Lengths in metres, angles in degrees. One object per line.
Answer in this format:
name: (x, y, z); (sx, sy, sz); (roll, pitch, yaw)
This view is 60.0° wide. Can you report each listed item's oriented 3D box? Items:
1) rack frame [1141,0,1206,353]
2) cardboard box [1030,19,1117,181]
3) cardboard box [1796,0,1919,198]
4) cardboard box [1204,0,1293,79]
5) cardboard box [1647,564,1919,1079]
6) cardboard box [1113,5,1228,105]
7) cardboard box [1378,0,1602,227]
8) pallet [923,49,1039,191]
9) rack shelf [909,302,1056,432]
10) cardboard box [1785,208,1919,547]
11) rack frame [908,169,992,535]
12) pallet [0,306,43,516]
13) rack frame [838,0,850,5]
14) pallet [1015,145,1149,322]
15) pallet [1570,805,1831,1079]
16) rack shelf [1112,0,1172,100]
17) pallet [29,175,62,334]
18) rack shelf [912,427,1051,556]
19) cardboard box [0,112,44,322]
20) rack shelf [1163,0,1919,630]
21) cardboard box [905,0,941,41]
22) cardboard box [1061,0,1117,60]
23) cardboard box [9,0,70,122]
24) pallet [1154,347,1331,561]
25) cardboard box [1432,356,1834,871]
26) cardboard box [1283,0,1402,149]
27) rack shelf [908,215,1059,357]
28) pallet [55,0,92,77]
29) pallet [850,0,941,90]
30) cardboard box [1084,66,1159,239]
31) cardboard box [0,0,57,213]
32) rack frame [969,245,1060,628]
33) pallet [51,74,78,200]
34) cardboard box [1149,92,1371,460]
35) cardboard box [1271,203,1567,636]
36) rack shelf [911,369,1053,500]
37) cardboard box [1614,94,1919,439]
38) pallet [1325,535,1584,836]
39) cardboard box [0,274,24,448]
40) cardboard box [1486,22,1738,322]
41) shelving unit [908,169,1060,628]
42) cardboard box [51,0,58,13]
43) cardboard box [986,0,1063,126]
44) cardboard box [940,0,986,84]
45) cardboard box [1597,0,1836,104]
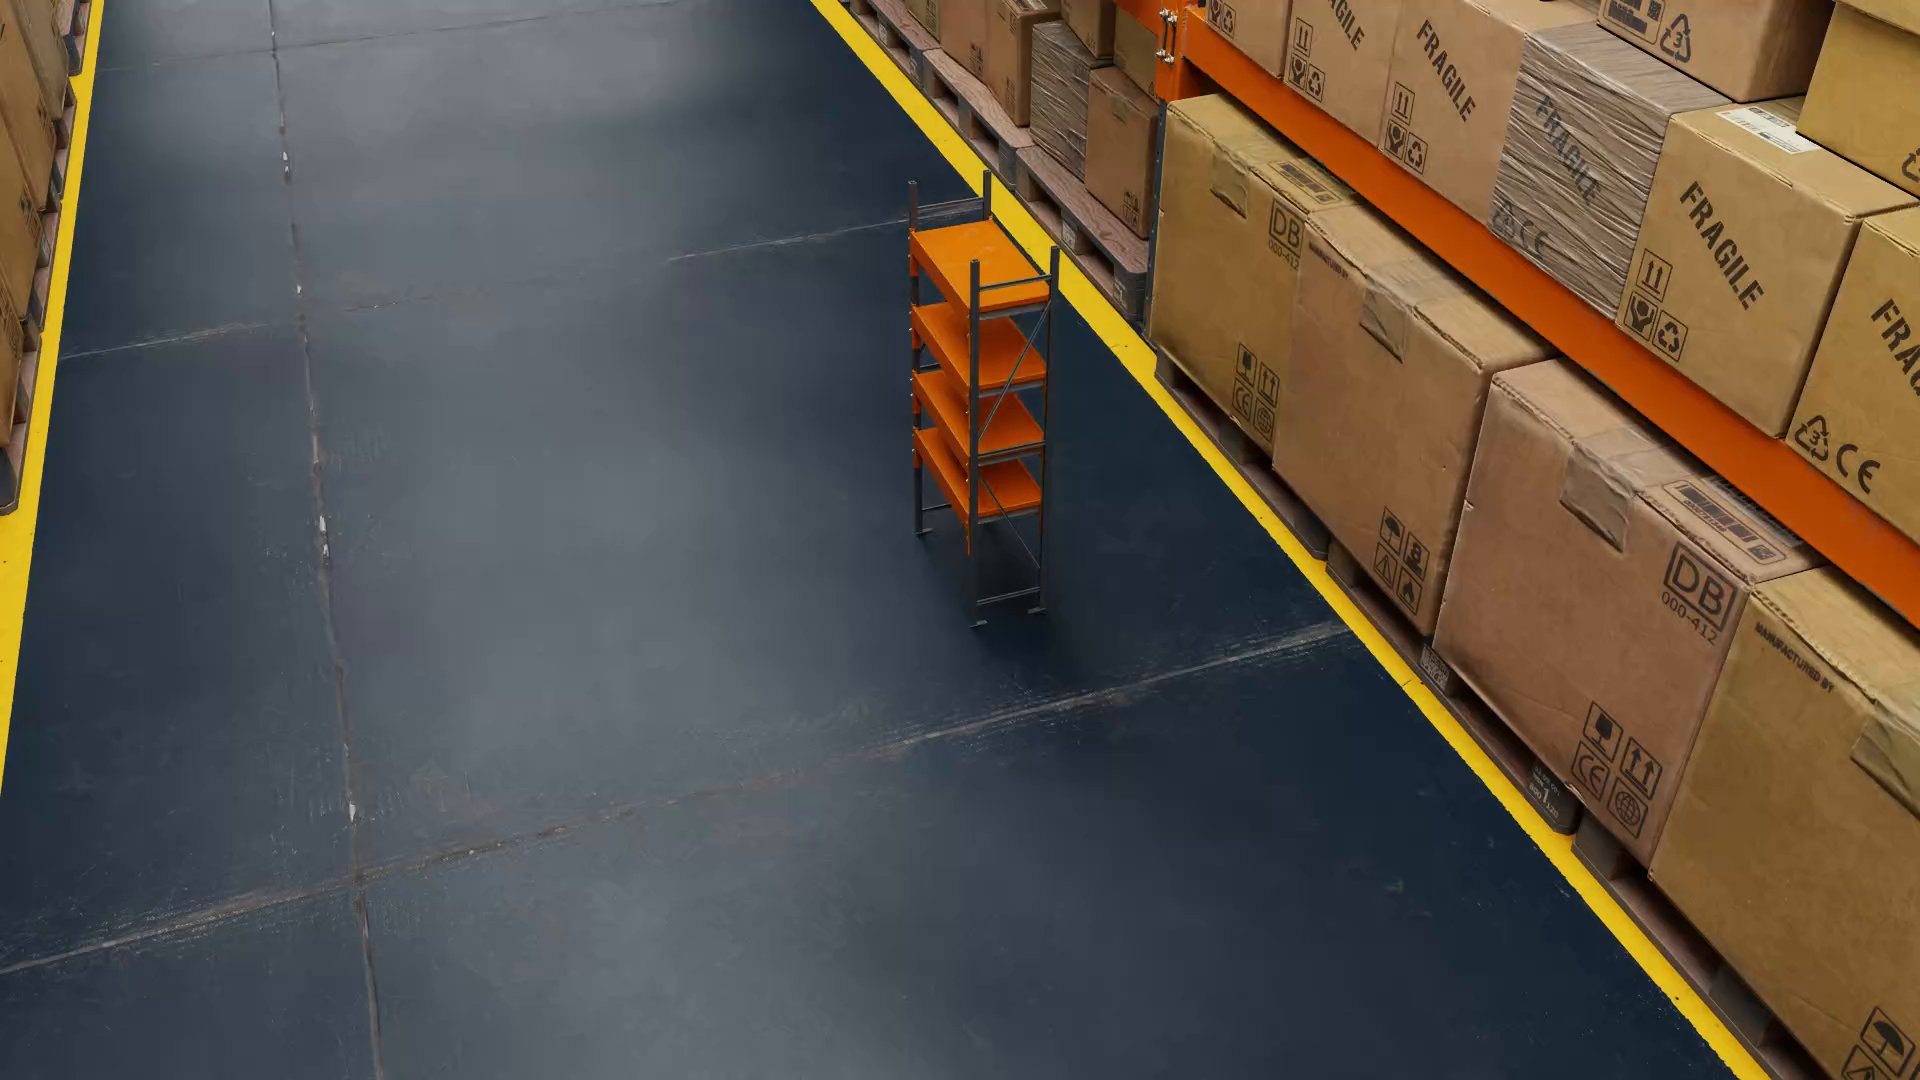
rack frame: (1.173, -2.029, 5.451); (1.000, 3.000, 0.127); (-12, 39, -16)
cardboard box: (0.721, -1.891, 6.980); (0.700, 0.500, 0.500); (-16, 40, -20)
cardboard box: (2.097, -0.959, 3.114); (0.797, 0.503, 0.637); (-12, 39, -15)
cardboard box: (1.085, -1.738, 4.981); (0.500, 0.500, 0.500); (-11, 38, -15)
cardboard box: (2.311, 0.554, 3.438); (1.225, 0.875, 0.875); (-12, 39, -16)
cardboard box: (0.914, -1.878, 6.339); (0.500, 0.250, 0.500); (-11, 38, -14)
cardboard box: (1.444, -1.159, 4.212); (0.500, 0.500, 0.500); (-13, 39, -17)
pallet: (0.490, -2.045, 7.790); (1.003, 0.211, 1.213); (-12, 39, -16)
rack shelf: (0.057, -0.511, 4.671); (0.258, 0.148, 0.480); (-12, 39, -16)
cardboard box: (1.968, -0.298, 3.069); (0.500, 0.500, 0.500); (-11, 38, -15)
rack frame: (-0.027, -0.524, 4.948); (0.240, 1.200, 0.015); (-12, 39, -16)
pallet: (-3.719, -0.406, 5.614); (1.003, 0.211, 1.213); (-12, 39, -16)
rack frame: (-0.203, -4.289, 8.451); (1.000, 3.000, 0.127); (-12, 39, -16)
pallet: (0.906, -1.357, 6.876); (1.003, 0.211, 1.213); (-12, 39, -16)
pallet: (2.213, 0.924, 3.848); (1.003, 0.211, 1.213); (-12, 39, -16)
rack shelf: (0.485, -2.872, 7.167); (1.077, 0.370, 4.000); (-12, 39, -16)
pallet: (-4.135, -1.095, 6.528); (1.003, 0.211, 1.213); (-12, 39, -16)
rack shelf: (0.057, -0.173, 4.925); (0.258, 0.148, 0.480); (-12, 39, -16)
cardboard box: (-3.948, -1.184, 5.850); (1.050, 0.750, 0.750); (-12, 39, -15)
rack shelf: (1.861, -0.612, 4.167); (1.077, 0.370, 4.000); (-12, 39, -16)
cardboard box: (0.134, -2.841, 8.241); (0.700, 0.500, 0.500); (-13, 39, -16)
cardboard box: (0.722, -2.176, 6.734); (0.500, 0.250, 0.500); (-8, 38, -11)
cardboard box: (-4.597, -2.256, 7.273); (1.050, 0.750, 0.750); (-13, 39, -16)
pallet: (1.374, -0.454, 5.678); (1.003, 0.211, 1.213); (-12, 39, -16)
cardboard box: (2.002, 0.049, 4.108); (1.225, 0.875, 0.875); (-14, 39, -18)
cardboard box: (1.265, -1.447, 4.595); (0.500, 0.500, 0.500); (-13, 39, -17)
rack shelf: (0.057, -0.700, 4.528); (0.258, 0.148, 0.480); (-12, 39, -16)
pallet: (-5.083, -2.651, 8.594); (1.003, 0.211, 1.213); (-12, 39, -16)
pallet: (0.066, -2.735, 8.706); (1.003, 0.211, 1.213); (-12, 39, -16)
cardboard box: (0.924, -1.581, 6.567); (0.700, 0.500, 0.500); (-14, 39, -18)
cardboard box: (-4.269, -1.710, 6.548); (1.050, 0.750, 0.750); (-12, 39, -16)
rack frame: (0.141, -0.248, 4.582); (0.240, 1.200, 0.015); (-12, 39, -16)
pallet: (-4.559, -1.785, 7.444); (1.003, 0.211, 1.213); (-12, 39, -16)
cardboard box: (1.391, -0.954, 5.440); (1.225, 0.875, 0.875); (-14, 39, -18)
cardboard box: (1.691, -0.449, 4.770); (1.225, 0.875, 0.875); (-12, 39, -16)
rack shelf: (0.057, -0.332, 4.805); (0.258, 0.148, 0.480); (-12, 39, -16)
cardboard box: (1.782, -0.592, 3.459); (0.500, 0.500, 0.500); (-13, 39, -16)
pallet: (1.790, 0.234, 4.764); (1.003, 0.211, 1.213); (-12, 39, -16)
cardboard box: (-3.644, -0.691, 5.195); (1.050, 0.750, 0.750); (-13, 39, -17)
cardboard box: (1.614, -0.876, 3.836); (0.500, 0.500, 0.500); (-12, 39, -16)
shelving unit: (0.057, -0.386, 4.765); (0.258, 1.200, 0.503); (-12, 39, -16)
cardboard box: (-5.046, -3.008, 8.167); (0.875, 0.875, 0.875); (-12, 39, -15)
cardboard box: (0.519, -2.210, 7.403); (0.700, 0.500, 0.500); (-9, 38, -12)
cardboard box: (0.327, -2.525, 7.822); (0.700, 0.500, 0.500); (-16, 40, -20)
cardboard box: (1.868, -1.307, 3.575); (0.797, 0.503, 0.637); (-11, 38, -14)
